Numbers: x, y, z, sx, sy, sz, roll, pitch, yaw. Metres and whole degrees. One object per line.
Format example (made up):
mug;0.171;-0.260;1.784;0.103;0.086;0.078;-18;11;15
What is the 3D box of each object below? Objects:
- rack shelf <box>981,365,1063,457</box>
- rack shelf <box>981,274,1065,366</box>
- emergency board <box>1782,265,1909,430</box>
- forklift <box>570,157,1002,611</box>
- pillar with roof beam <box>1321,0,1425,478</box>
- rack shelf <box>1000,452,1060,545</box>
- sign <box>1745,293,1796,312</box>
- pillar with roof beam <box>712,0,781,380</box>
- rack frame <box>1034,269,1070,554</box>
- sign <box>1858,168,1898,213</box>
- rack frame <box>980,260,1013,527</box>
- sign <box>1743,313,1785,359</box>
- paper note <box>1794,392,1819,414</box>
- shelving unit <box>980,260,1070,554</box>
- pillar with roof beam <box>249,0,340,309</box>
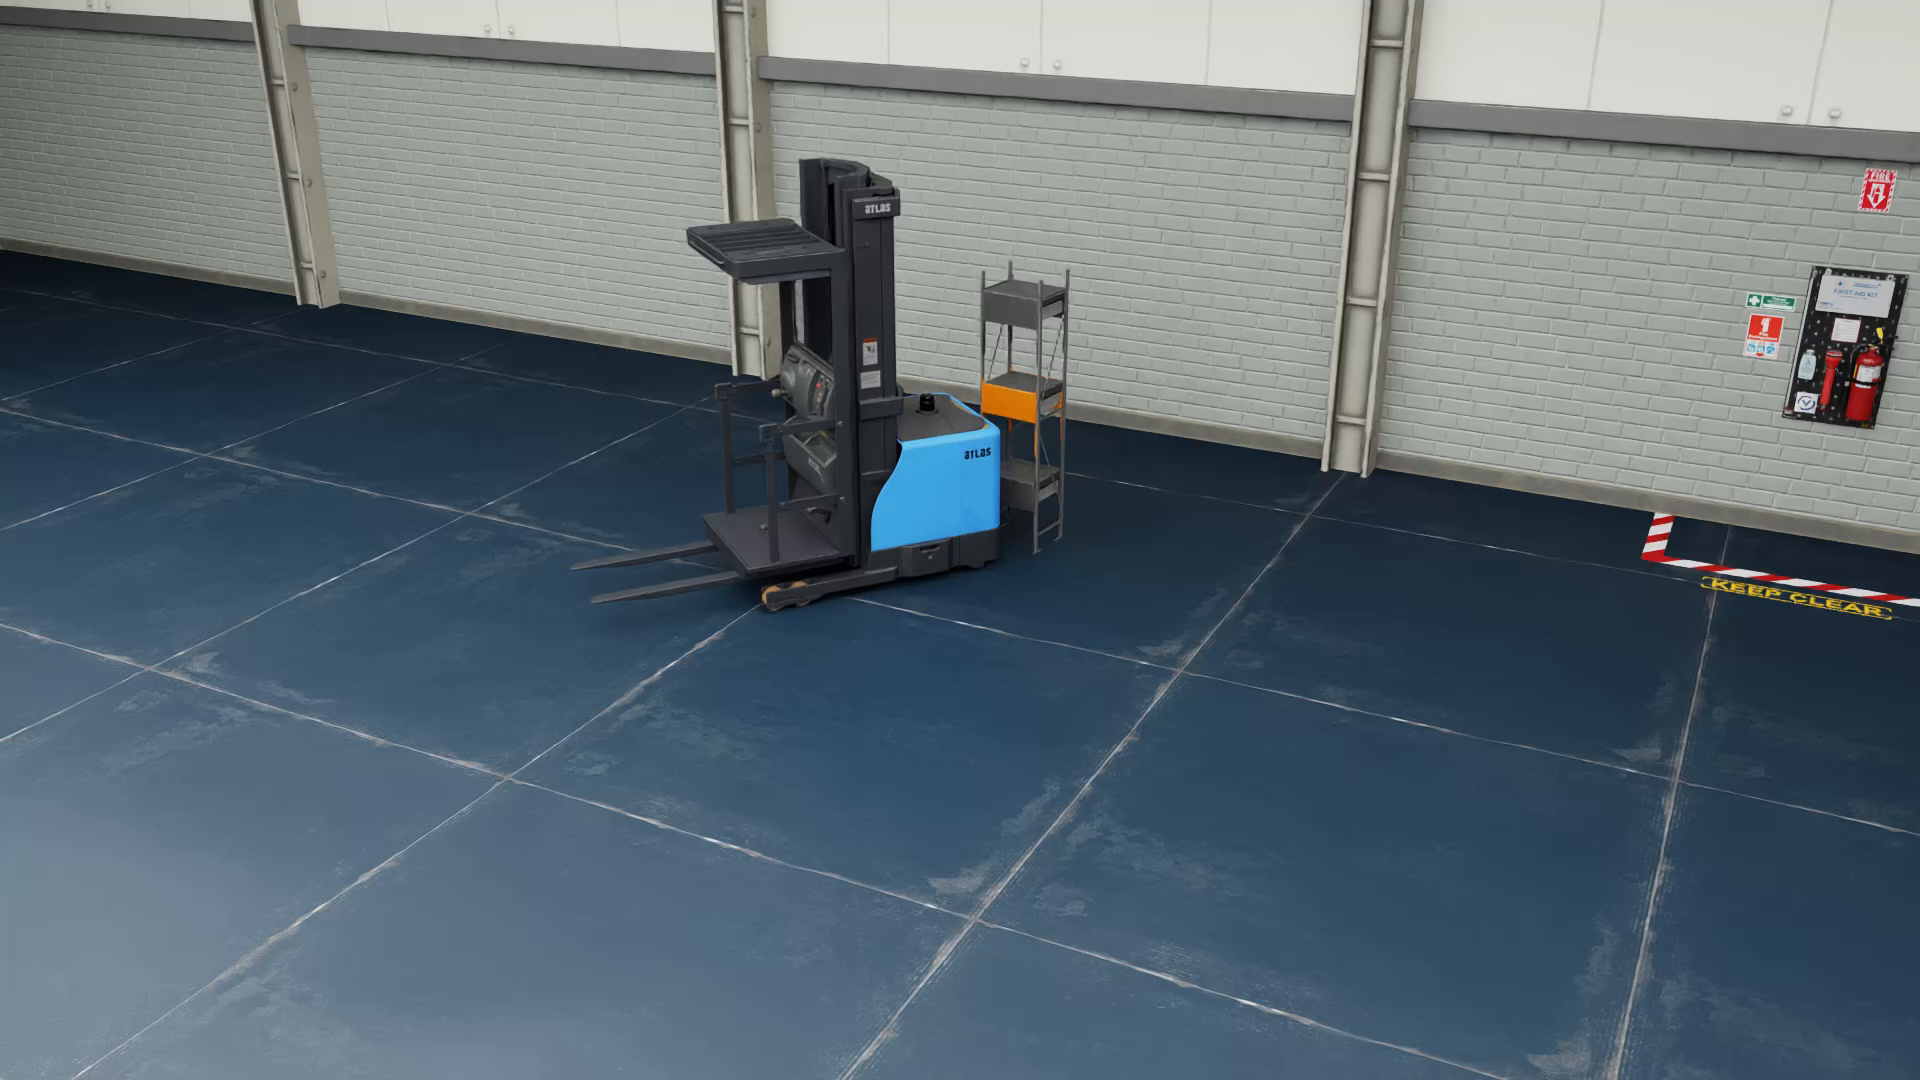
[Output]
rack shelf;0.472;-0.965;12.398;0.480;0.518;0.431;15;27;31
rack shelf;0.472;-1.610;12.124;0.480;0.518;0.431;15;27;31
emergency board;6.486;-1.382;12.192;0.643;1.169;0.194;11;25;25
forklift;-1.252;-1.091;11.596;3.031;2.935;1.130;-10;25;-23
pillar with roof beam;1.377;-3.249;8.917;0.400;9.000;9.100;11;25;25
rack shelf;0.472;-0.321;12.672;0.480;0.518;0.431;15;27;31
sign;6.039;-1.772;12.387;0.331;0.109;0.001;11;25;25
pillar with roof beam;-3.977;-4.308;11.408;0.400;9.000;9.100;11;25;25
rack frame;0.674;-0.924;12.267;0.015;2.100;0.400;15;27;31
sign;6.524;-2.485;11.824;0.199;0.298;0.001;11;25;25
rack frame;0.270;-1.031;12.519;0.015;2.100;0.400;15;27;31
sign;6.039;-1.532;12.500;0.234;0.329;0.001;11;25;25
paper note;6.359;-1.032;12.495;0.142;0.148;0.016;11;25;25
shelving unit;0.472;-0.978;12.393;0.503;2.100;0.431;15;27;31
pillar with roof beam;-9.332;-5.368;13.899;0.400;9.000;9.100;11;25;25
